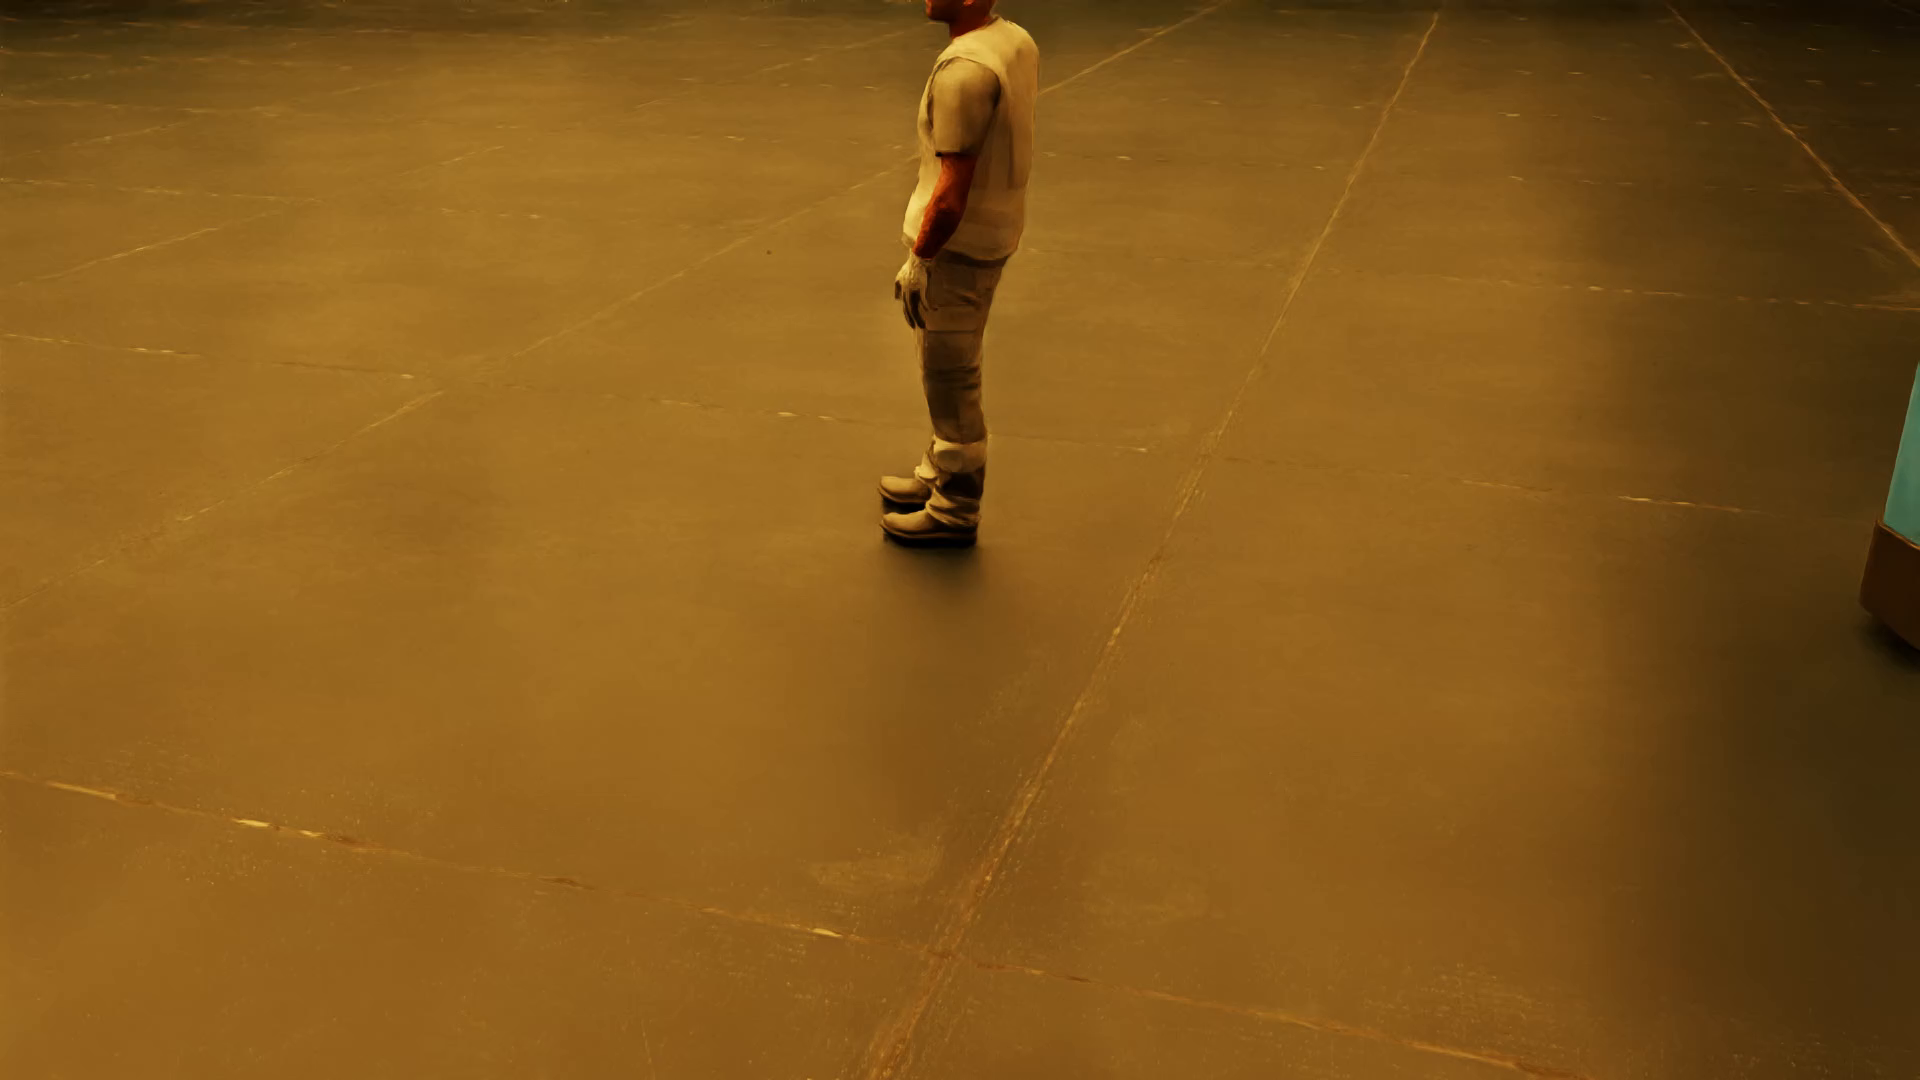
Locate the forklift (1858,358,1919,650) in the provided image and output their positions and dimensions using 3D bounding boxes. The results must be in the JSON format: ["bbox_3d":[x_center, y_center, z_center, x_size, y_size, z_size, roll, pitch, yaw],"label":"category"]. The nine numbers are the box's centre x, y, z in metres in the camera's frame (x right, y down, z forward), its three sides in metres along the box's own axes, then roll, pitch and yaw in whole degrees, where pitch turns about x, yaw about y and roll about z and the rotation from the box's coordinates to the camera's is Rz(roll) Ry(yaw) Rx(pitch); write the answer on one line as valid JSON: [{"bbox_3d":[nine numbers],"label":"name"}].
[{"bbox_3d":[3.971,-0.972,3.634,3.031,2.935,1.130,-1,22,-2],"label":"forklift"}]

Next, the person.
[{"bbox_3d":[-0.073,-0.846,4.809,0.563,1.787,0.637,7,23,16],"label":"person"}]
